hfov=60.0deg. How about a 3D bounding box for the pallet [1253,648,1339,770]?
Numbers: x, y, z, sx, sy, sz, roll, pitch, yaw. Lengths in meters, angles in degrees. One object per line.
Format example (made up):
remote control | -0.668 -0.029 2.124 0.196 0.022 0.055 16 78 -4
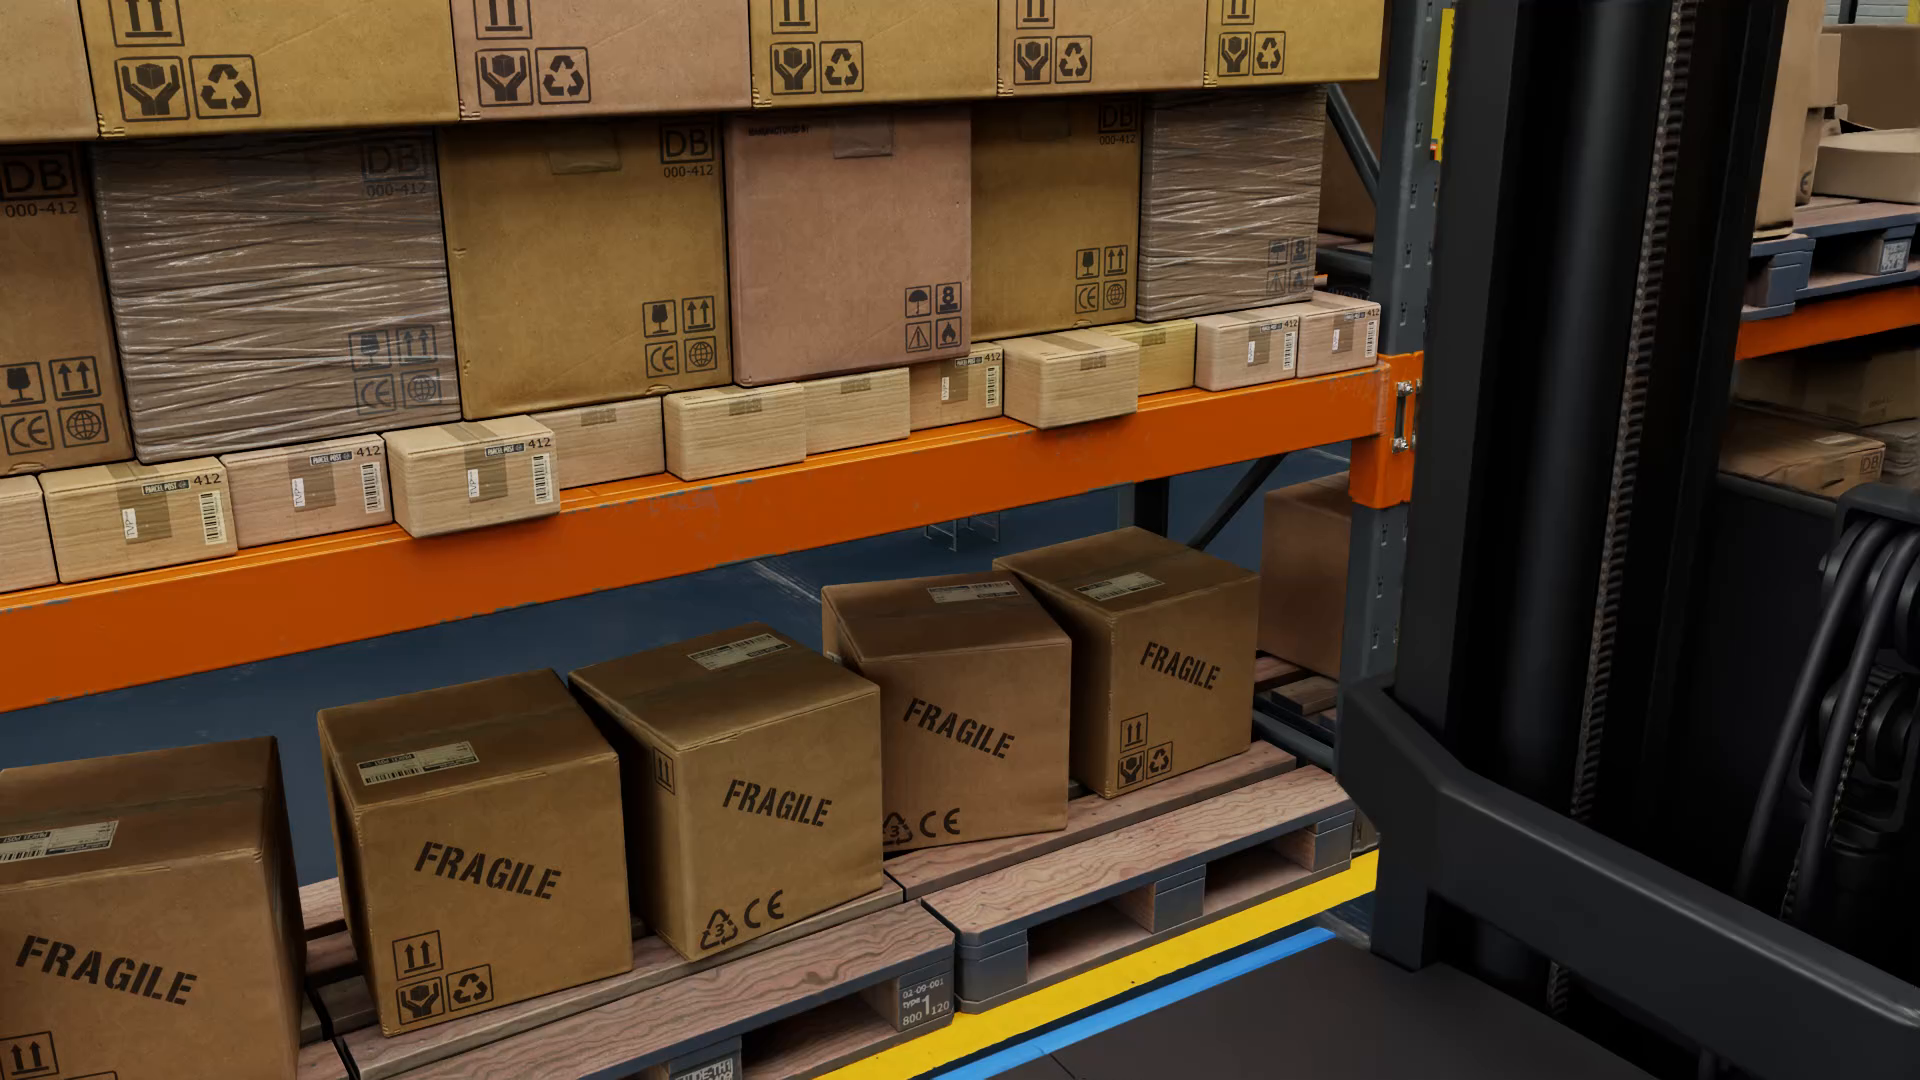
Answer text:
pallet | 1.435 0.443 5.104 1.213 0.211 1.003 -12 22 -31

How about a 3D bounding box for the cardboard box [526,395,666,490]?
cardboard box | -0.744 -0.221 3.106 0.250 0.149 0.380 -12 22 -31

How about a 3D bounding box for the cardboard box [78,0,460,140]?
cardboard box | -1.108 -0.896 2.530 0.500 0.500 0.500 -12 22 -31

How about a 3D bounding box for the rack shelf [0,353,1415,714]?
rack shelf | -0.885 -0.047 3.324 4.000 0.370 1.077 -12 22 -31

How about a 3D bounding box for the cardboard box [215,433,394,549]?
cardboard box | -1.146 -0.125 2.823 0.250 0.149 0.380 -12 22 -31

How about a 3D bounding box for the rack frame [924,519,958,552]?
rack frame | -0.078 -0.410 6.552 0.006 0.900 0.240 -12 22 -31

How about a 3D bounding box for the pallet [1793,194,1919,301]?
pallet | 2.495 -0.994 5.301 1.213 0.211 1.003 -12 22 -31

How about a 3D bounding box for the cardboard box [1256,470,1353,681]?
cardboard box | 1.310 0.133 4.883 0.500 0.500 0.700 -14 23 -36

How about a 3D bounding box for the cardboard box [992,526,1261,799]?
cardboard box | 0.429 0.305 4.407 0.500 0.500 0.500 -13 22 -33

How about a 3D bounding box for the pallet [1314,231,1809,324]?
pallet | 1.504 -0.745 4.564 1.213 0.211 1.003 -12 22 -31

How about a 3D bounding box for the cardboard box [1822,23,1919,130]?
cardboard box | 3.286 -1.460 5.568 0.500 0.500 0.700 -8 20 -23

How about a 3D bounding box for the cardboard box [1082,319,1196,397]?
cardboard box | 0.312 -0.435 3.741 0.250 0.149 0.380 -12 22 -31

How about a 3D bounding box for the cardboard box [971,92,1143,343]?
cardboard box | -0.061 -0.787 3.769 0.500 0.500 0.875 -12 22 -31

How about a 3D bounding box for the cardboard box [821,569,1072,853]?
cardboard box | -0.045 0.408 4.102 0.500 0.500 0.500 -5 19 -14

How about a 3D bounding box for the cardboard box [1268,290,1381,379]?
cardboard box | 0.768 -0.505 3.946 0.250 0.149 0.380 -12 22 -31

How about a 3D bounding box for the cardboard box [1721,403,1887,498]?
cardboard box | 2.652 -0.143 5.699 0.500 0.500 0.700 -10 21 -27

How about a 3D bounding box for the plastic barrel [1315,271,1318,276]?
plastic barrel | 2.224 -2.004 11.218 0.421 0.512 0.421 0 19 0

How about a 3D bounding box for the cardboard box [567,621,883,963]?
cardboard box | -0.520 0.538 3.717 0.500 0.500 0.500 -14 23 -36

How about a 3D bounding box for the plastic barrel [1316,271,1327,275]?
plastic barrel | 2.745 -2.116 11.429 0.708 0.588 0.600 -12 22 -31

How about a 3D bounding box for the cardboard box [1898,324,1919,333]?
cardboard box | 3.583 -0.698 6.171 0.500 0.250 0.500 -11 22 -29

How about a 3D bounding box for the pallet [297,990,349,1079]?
pallet | -1.794 1.138 3.048 1.213 0.211 1.003 -12 22 -31

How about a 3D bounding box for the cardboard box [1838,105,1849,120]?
cardboard box | 2.600 -1.339 5.600 0.500 0.250 0.500 -13 22 -33

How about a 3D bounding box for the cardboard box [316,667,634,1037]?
cardboard box | -1.011 0.624 3.461 0.500 0.500 0.500 -10 21 -26

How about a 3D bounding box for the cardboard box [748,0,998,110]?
cardboard box | -0.274 -1.073 3.053 0.500 0.500 0.500 -12 22 -31

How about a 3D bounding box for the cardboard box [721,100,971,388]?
cardboard box | -0.423 -0.672 3.428 0.500 0.500 0.875 -12 22 -31

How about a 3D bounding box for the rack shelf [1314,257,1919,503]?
rack shelf | 2.456 -0.752 5.408 4.000 0.370 1.077 -12 22 -31

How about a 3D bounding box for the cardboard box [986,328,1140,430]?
cardboard box | 0.164 -0.361 3.522 0.250 0.149 0.380 -12 22 -31

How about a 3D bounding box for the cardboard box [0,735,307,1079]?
cardboard box | -1.544 0.730 3.150 0.500 0.500 0.500 -6 20 -17

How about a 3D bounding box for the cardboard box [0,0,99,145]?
cardboard box | -1.524 -0.808 2.268 0.500 0.500 0.500 -12 22 -31

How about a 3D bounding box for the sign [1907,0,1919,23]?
sign | 3.818 -2.141 6.586 0.005 0.325 0.100 -12 22 -31

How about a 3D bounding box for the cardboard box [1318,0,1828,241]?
cardboard box | 1.526 -1.326 4.390 1.000 1.000 1.000 -12 22 -31

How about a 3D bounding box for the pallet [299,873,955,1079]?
pallet | -0.776 0.925 3.680 1.213 0.211 1.003 -12 22 -31

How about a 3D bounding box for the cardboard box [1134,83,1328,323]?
cardboard box | 0.376 -0.866 4.001 0.500 0.500 0.875 -12 22 -31

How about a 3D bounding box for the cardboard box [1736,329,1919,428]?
cardboard box | 3.146 -0.602 5.887 0.500 0.250 0.500 -9 21 -25

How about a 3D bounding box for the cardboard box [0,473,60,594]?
cardboard box | -1.552 -0.031 2.547 0.250 0.149 0.380 -12 22 -31

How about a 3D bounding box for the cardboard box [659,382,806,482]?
cardboard box | -0.493 -0.244 3.176 0.250 0.149 0.380 -12 22 -31

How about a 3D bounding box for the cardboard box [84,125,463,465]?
cardboard box | -1.288 -0.510 2.949 0.500 0.500 0.875 -12 22 -31

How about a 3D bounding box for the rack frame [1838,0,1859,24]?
rack frame | 8.084 -4.179 14.421 0.127 3.000 1.000 -12 22 -31

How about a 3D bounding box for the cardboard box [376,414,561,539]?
cardboard box | -0.880 -0.141 2.871 0.250 0.149 0.380 -12 22 -31

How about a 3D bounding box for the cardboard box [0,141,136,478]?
cardboard box | -1.729 -0.434 2.723 0.500 0.500 0.875 -12 22 -31

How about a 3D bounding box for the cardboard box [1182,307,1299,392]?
cardboard box | 0.554 -0.463 3.823 0.250 0.149 0.380 -12 22 -31

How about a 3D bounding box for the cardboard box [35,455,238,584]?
cardboard box | -1.340 -0.074 2.671 0.250 0.149 0.380 -12 22 -31

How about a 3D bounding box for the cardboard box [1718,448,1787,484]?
cardboard box | 2.186 -0.044 5.409 0.500 0.500 0.700 -14 23 -36

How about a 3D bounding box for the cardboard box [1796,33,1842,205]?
cardboard box | 2.183 -1.318 5.143 0.637 0.503 0.797 -9 21 -26

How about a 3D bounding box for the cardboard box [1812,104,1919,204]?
cardboard box | 2.882 -1.214 5.206 0.258 0.266 0.396 -13 22 -33

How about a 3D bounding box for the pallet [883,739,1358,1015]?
pallet | 0.244 0.709 4.319 1.213 0.211 1.003 -12 22 -31

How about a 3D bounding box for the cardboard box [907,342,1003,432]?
cardboard box | -0.117 -0.353 3.496 0.250 0.149 0.380 -12 22 -31

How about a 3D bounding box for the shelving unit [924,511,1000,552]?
shelving unit | 0.007 -0.428 6.605 0.210 0.900 0.258 -12 22 -31

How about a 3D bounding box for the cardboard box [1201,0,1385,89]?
cardboard box | 0.561 -1.249 3.574 0.500 0.500 0.500 -12 22 -31

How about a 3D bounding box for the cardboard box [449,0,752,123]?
cardboard box | -0.693 -0.986 2.795 0.500 0.500 0.500 -12 22 -31

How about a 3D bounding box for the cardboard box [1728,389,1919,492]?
cardboard box | 3.121 -0.244 6.000 0.500 0.500 0.700 -14 23 -36

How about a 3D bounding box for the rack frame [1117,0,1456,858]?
rack frame | 0.786 -0.740 4.250 0.127 3.000 1.000 -12 22 -31

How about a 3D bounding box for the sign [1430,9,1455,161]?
sign | 1.090 -1.006 3.686 0.005 0.325 0.100 -12 22 -31

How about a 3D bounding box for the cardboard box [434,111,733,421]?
cardboard box | -0.864 -0.595 3.201 0.500 0.500 0.875 -12 22 -31

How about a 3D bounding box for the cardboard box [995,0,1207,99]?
cardboard box | 0.144 -1.161 3.313 0.500 0.500 0.500 -12 22 -31

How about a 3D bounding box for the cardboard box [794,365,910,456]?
cardboard box | -0.304 -0.298 3.334 0.250 0.149 0.380 -12 22 -31

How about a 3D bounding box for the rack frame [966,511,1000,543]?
rack frame | 0.092 -0.446 6.658 0.006 0.900 0.240 -12 22 -31
